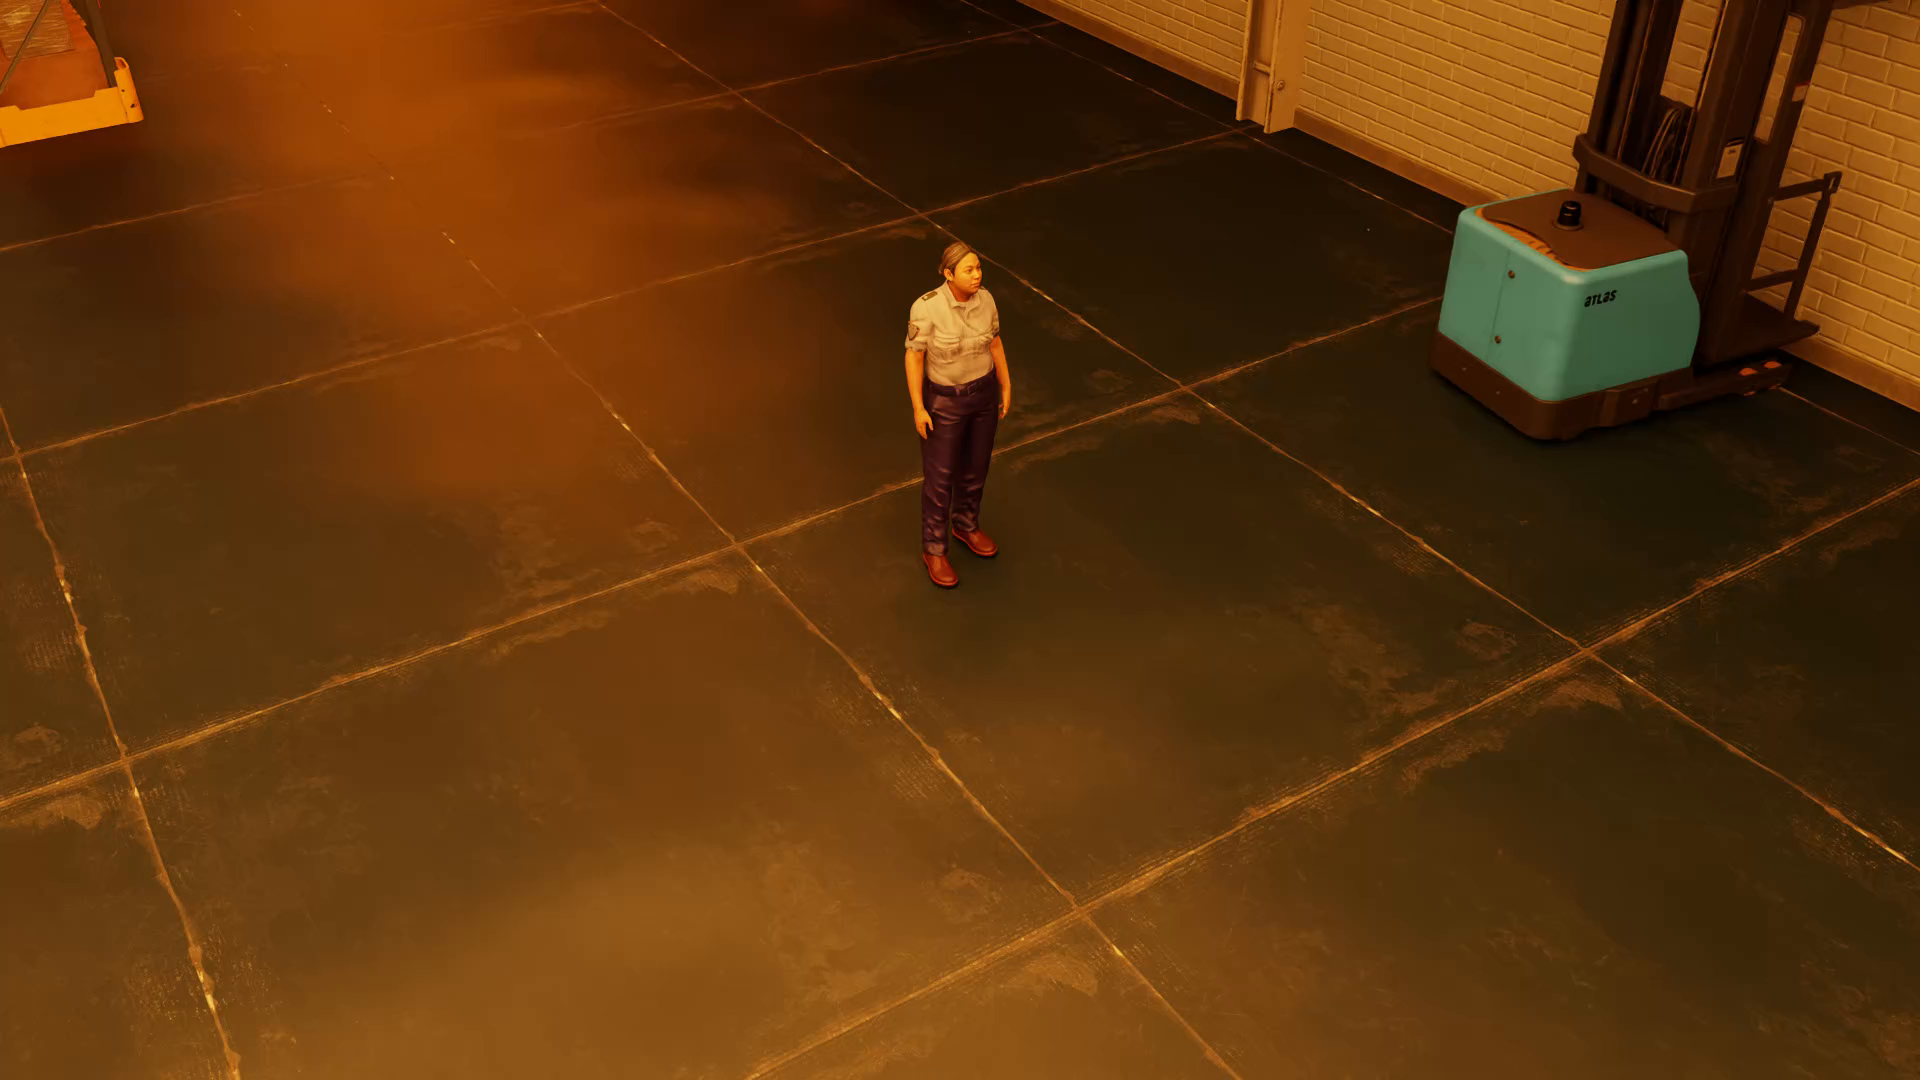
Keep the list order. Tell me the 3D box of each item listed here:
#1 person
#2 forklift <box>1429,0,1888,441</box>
[{"bbox_3d":[0.029,-0.631,8.147,0.598,1.651,0.503,-21,40,-27],"label":"person"},{"bbox_3d":[4.406,-2.320,9.450,3.031,2.935,1.130,-15,38,-20],"label":"forklift"}]
